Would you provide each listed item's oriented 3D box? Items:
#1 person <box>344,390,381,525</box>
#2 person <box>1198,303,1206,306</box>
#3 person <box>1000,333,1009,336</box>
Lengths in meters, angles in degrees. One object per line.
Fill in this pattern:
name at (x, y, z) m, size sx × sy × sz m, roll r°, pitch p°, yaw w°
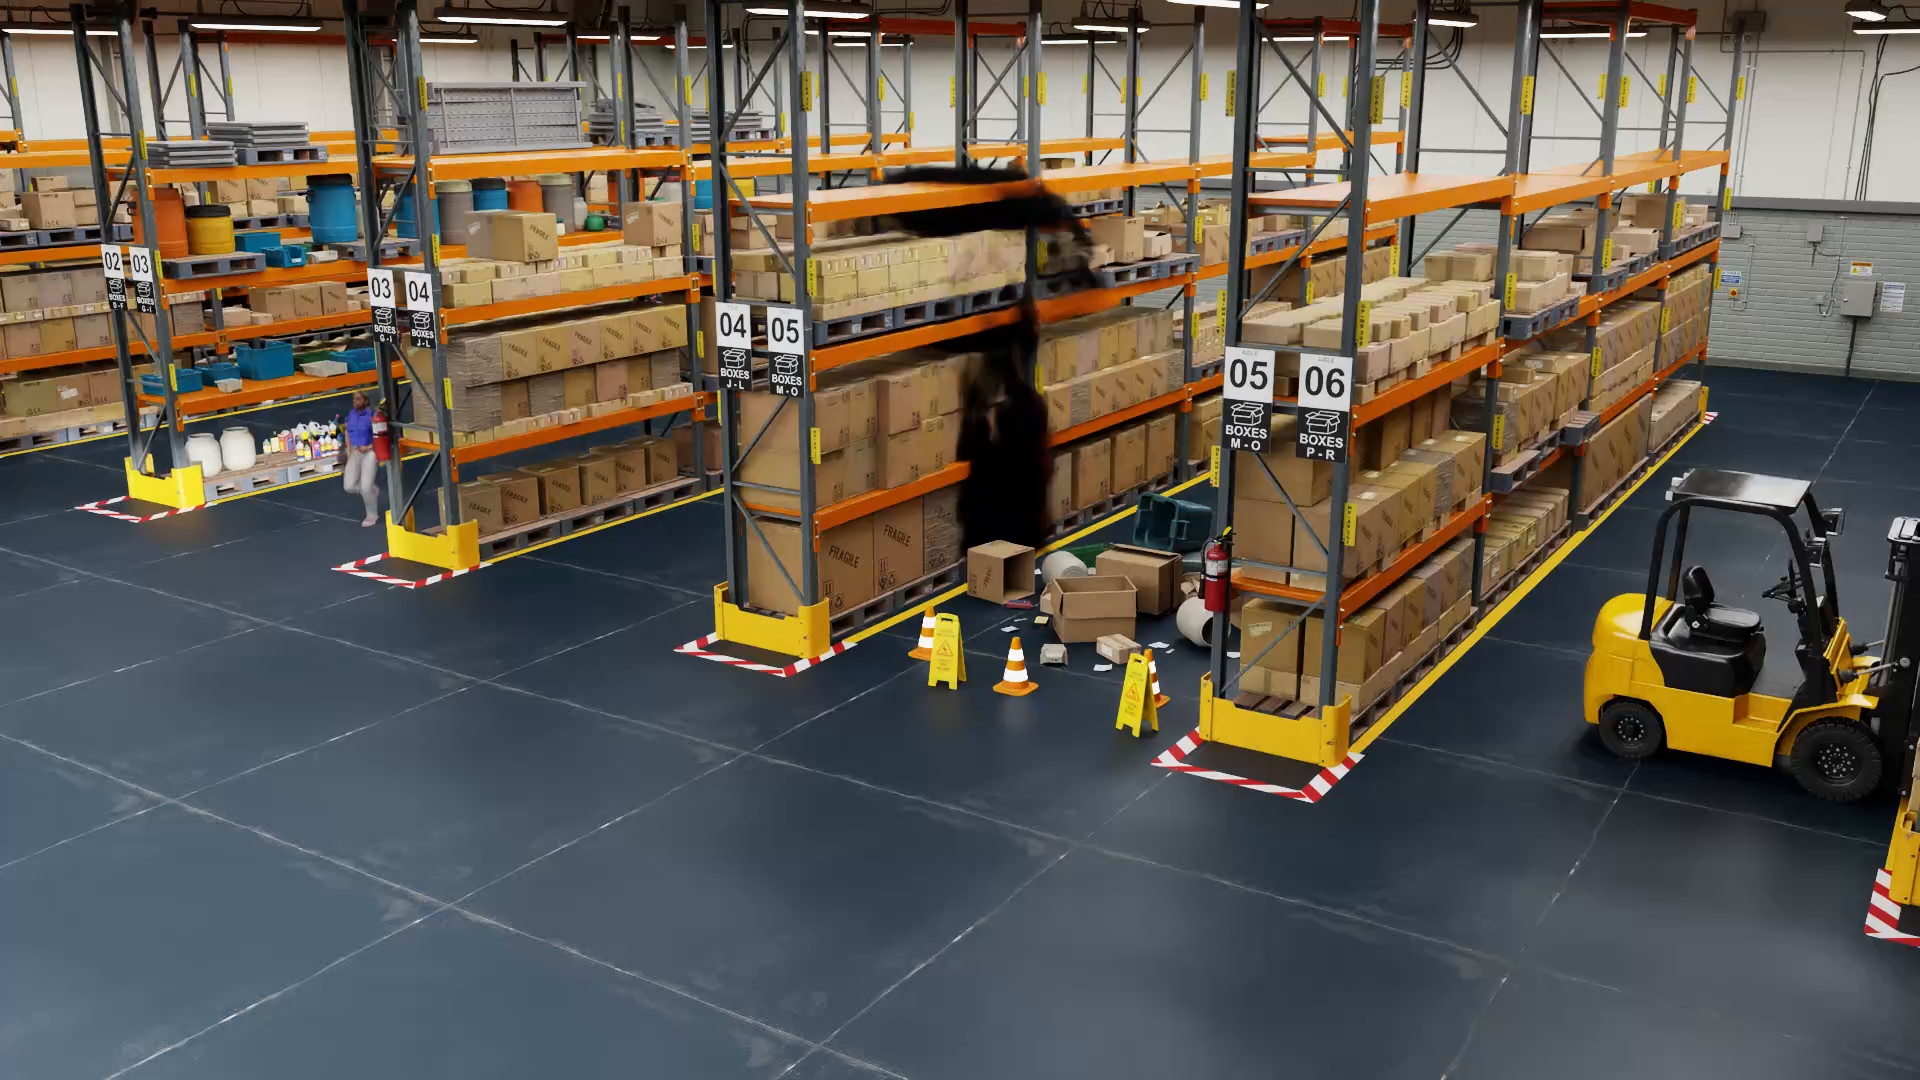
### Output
person at (-7.077, -0.987, 19.787) m, size 0.624 × 1.613 × 0.527 m, roll 6°, pitch 17°, yaw 20°
person at (4.008, -3.063, 27.234) m, size 0.613 × 1.663 × 0.753 m, roll 11°, pitch 19°, yaw 36°
person at (0.604, -1.916, 22.767) m, size 0.670 × 1.846 × 0.804 m, roll 8°, pitch 17°, yaw 27°
